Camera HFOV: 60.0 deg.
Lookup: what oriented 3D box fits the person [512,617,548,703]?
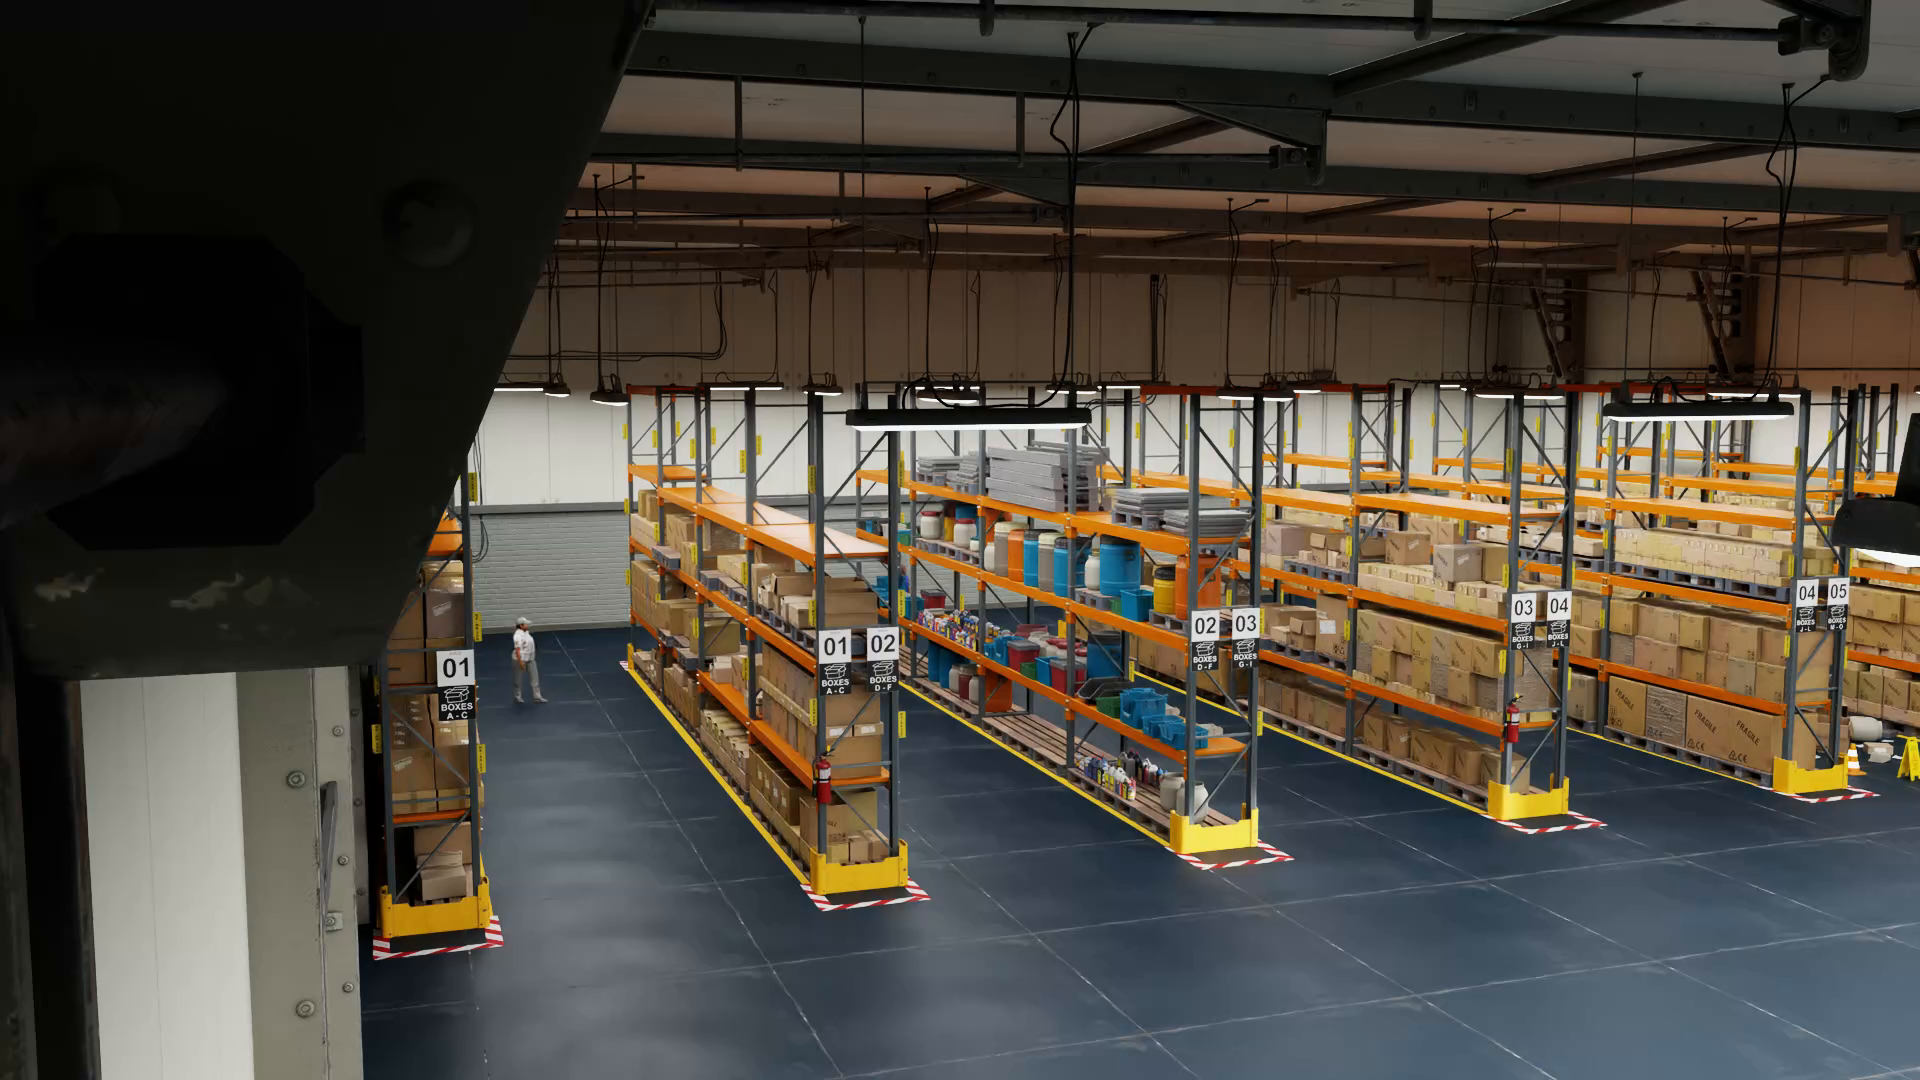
[{"bbox_3d":[-8.206,2.271,31.435,0.634,1.646,0.545,4,7,35],"label":"person"}]

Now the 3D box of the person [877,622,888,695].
[{"bbox_3d":[-1.651,2.080,32.159,0.783,1.742,0.609,5,8,39],"label":"person"}]

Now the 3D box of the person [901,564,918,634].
[{"bbox_3d":[-1.289,1.424,39.717,0.506,1.667,0.496,6,8,44],"label":"person"}]
